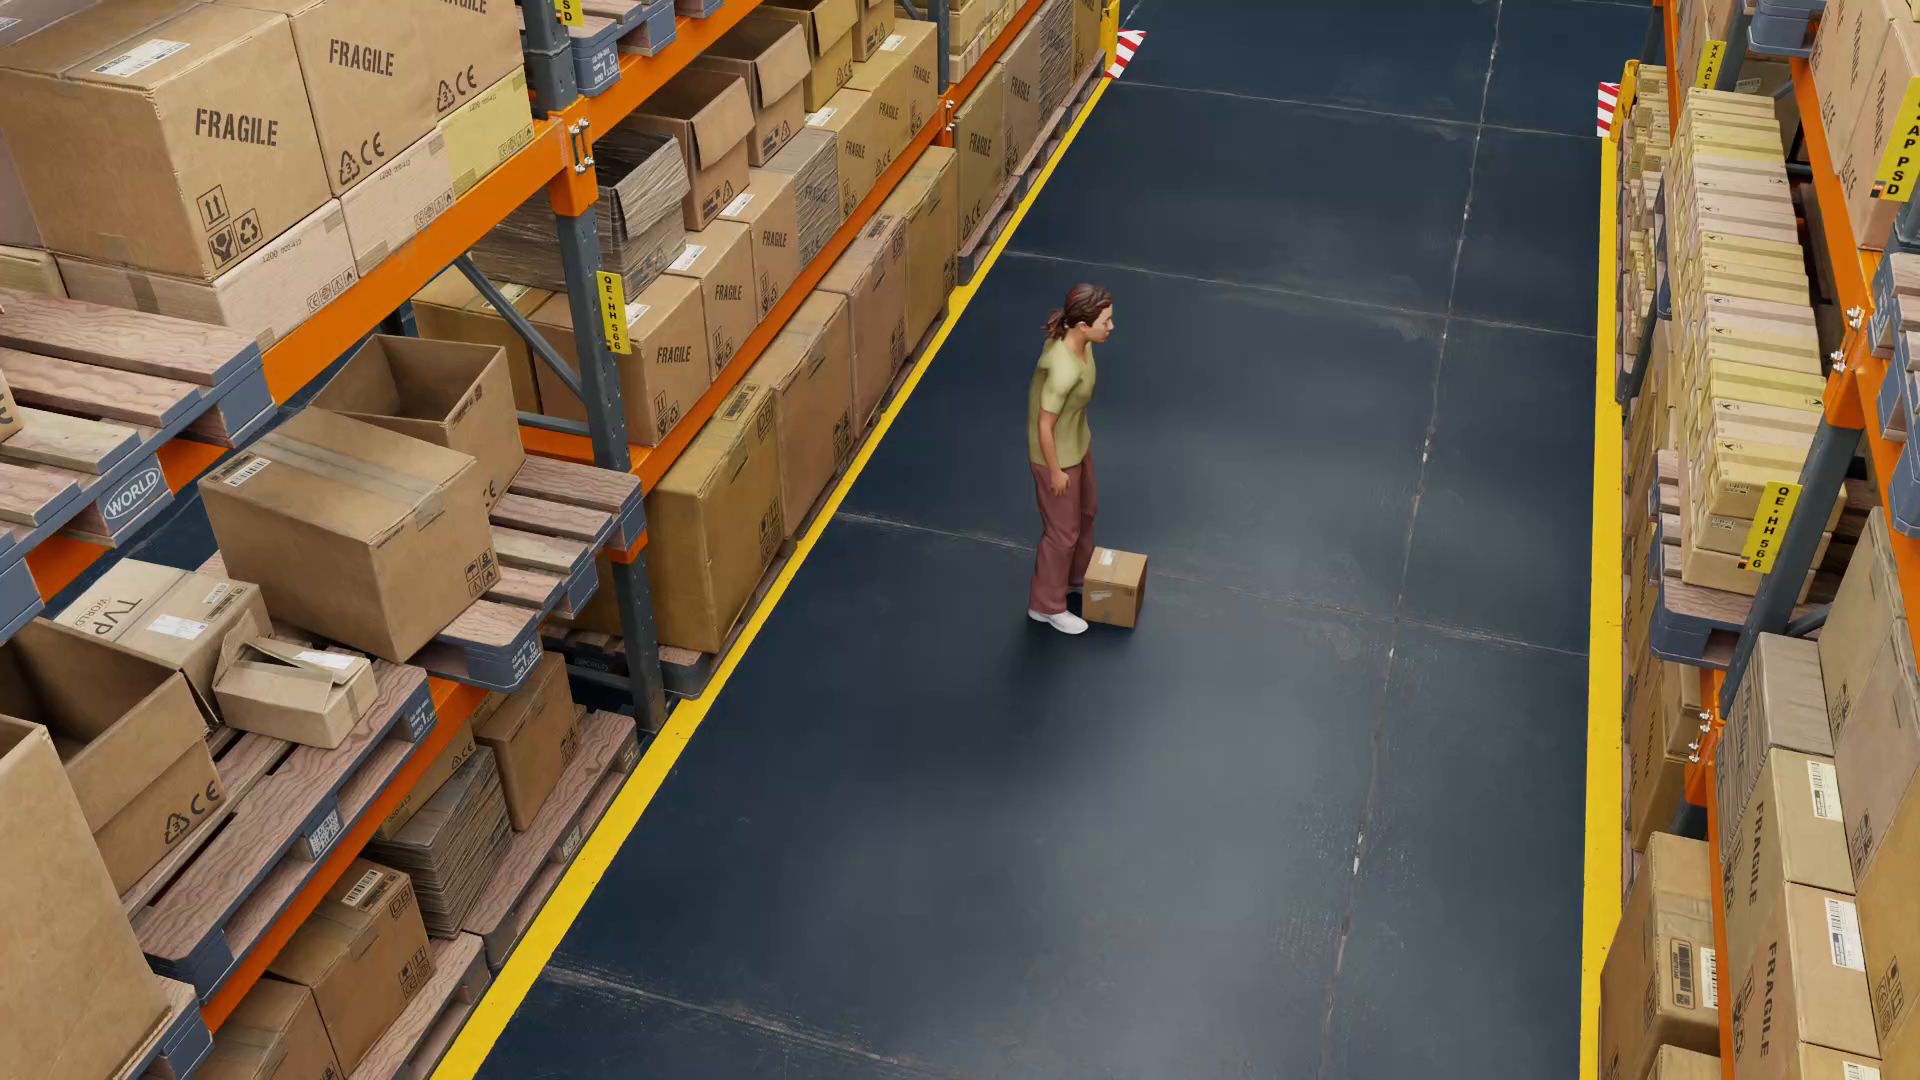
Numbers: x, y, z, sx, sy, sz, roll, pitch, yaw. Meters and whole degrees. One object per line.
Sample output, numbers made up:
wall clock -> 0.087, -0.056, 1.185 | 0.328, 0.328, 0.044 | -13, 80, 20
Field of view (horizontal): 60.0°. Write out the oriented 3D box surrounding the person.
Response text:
person -> 0.512, -0.384, 7.398 | 0.406, 1.673, 0.513 | 10, 38, 12
